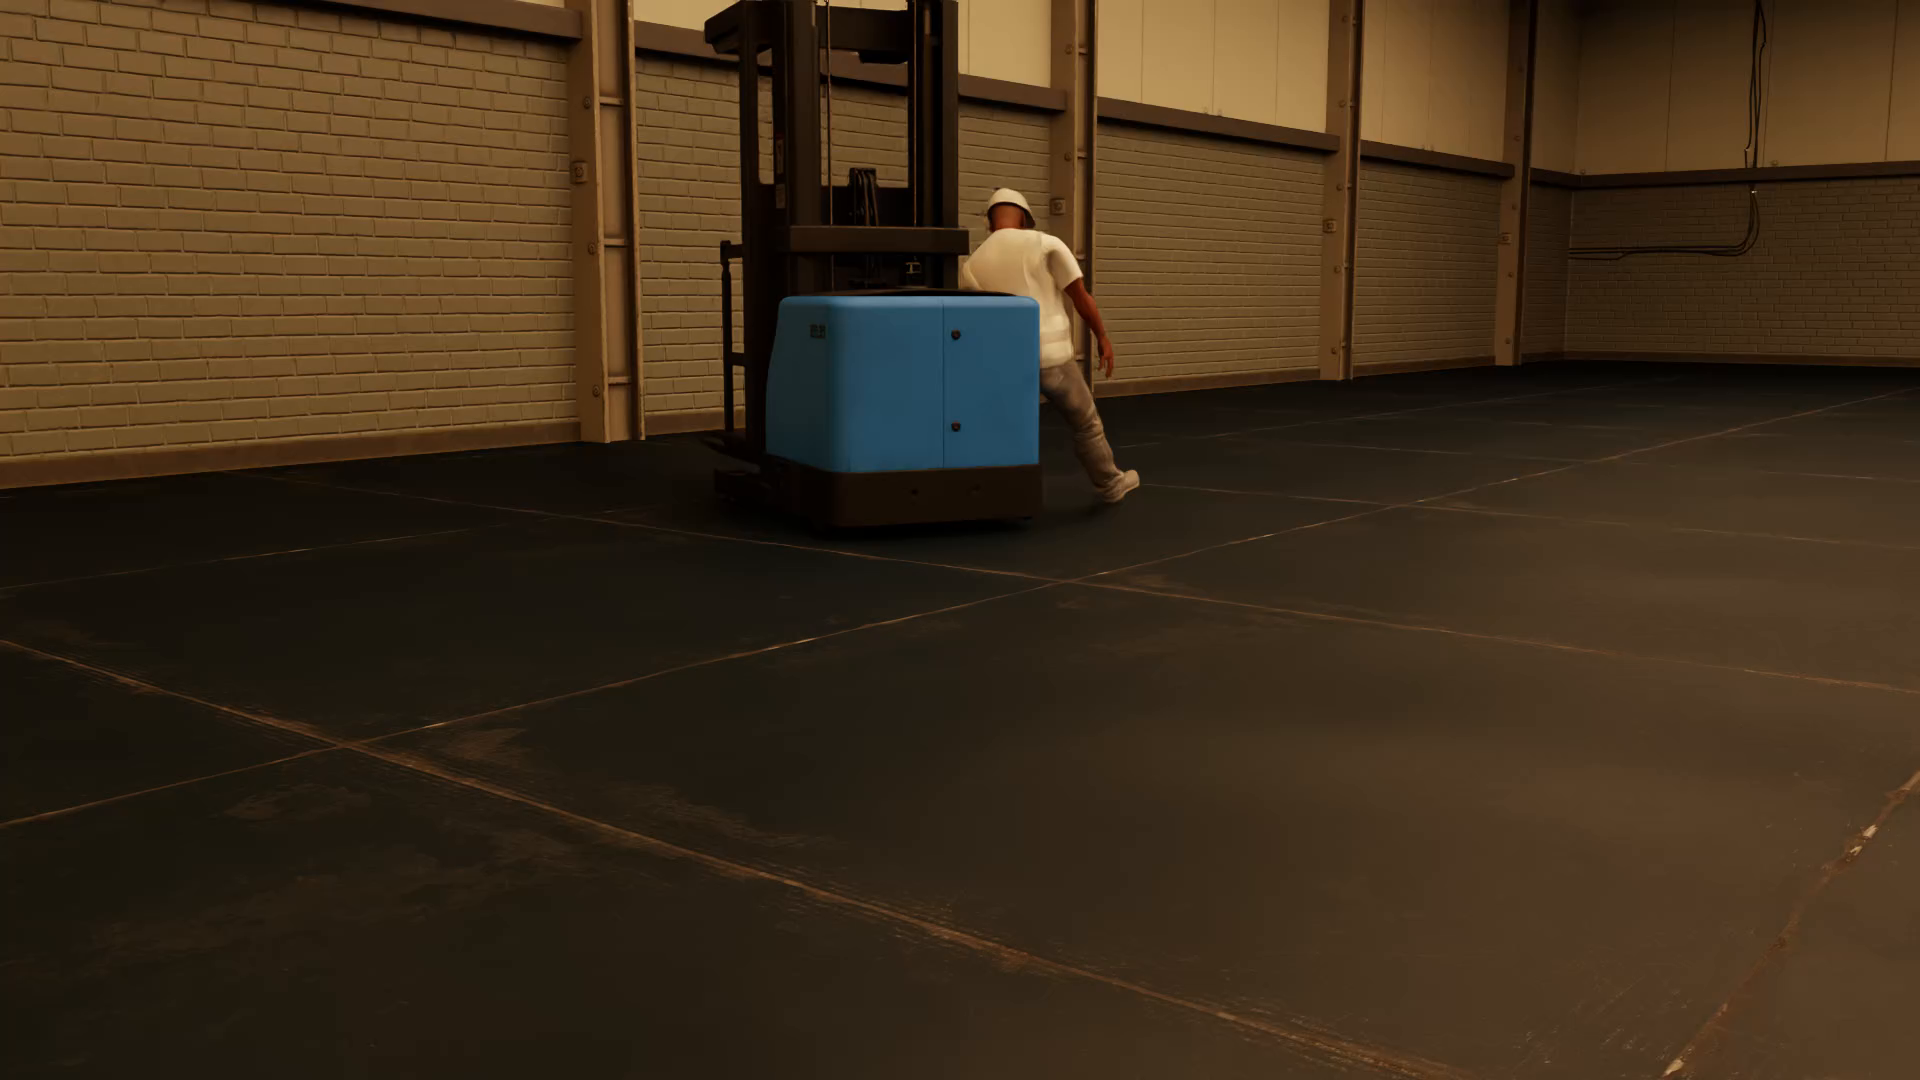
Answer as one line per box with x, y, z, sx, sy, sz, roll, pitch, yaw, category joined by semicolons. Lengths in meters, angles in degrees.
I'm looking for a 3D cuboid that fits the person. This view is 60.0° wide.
0.358;-0.939;8.227;1.005;1.561;1.038;4;9;27;person

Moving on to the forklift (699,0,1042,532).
-0.667;-1.662;8.638;1.130;2.935;3.031;-4;9;-23;forklift
